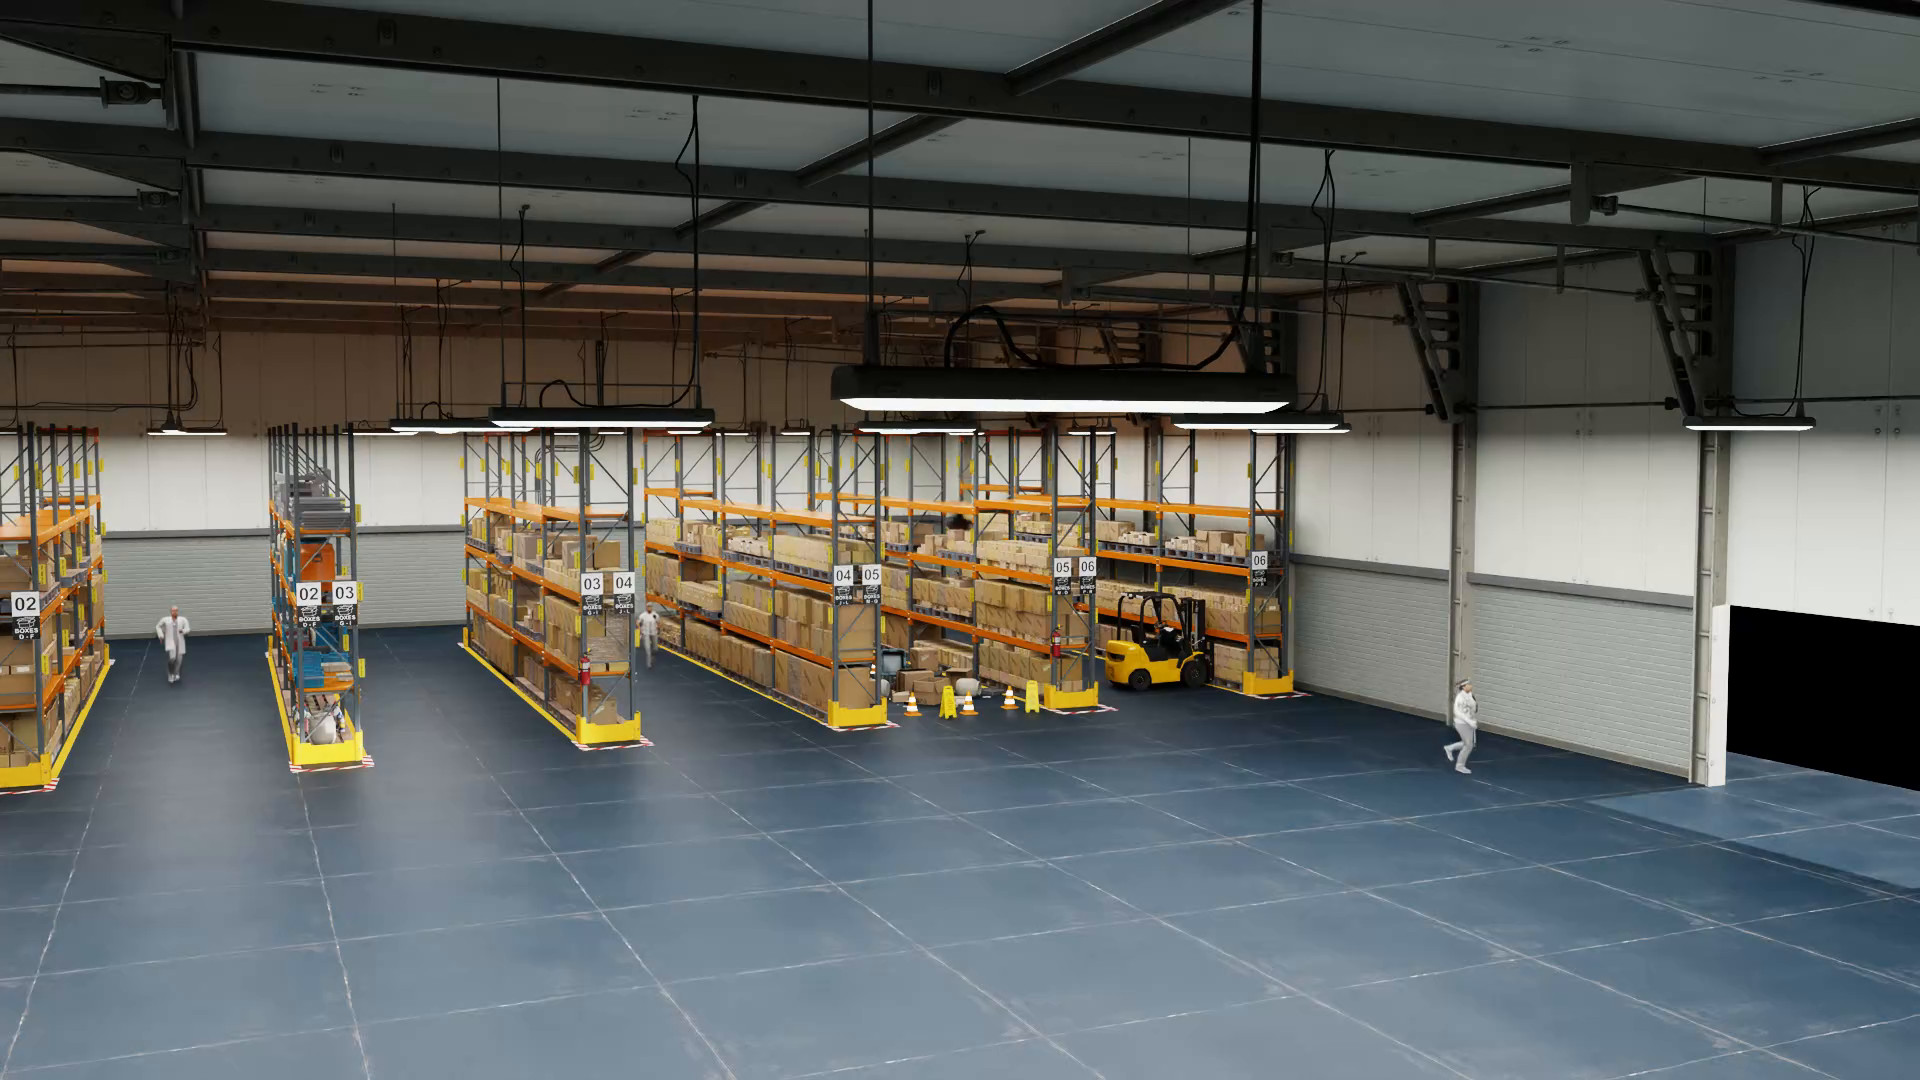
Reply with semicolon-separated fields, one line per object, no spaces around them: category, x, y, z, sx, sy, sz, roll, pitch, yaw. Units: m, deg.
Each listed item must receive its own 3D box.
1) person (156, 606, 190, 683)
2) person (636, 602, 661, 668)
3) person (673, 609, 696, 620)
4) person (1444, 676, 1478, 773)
person;-18.447;2.455;39.062;0.673;1.800;0.773;-3;4;-38
person;-7.800;2.366;41.689;0.599;1.621;0.687;-1;4;-19
person;-8.261;1.846;49.389;0.932;1.754;0.712;-2;4;-25
person;8.622;3.156;28.569;0.624;1.670;0.626;3;4;39
